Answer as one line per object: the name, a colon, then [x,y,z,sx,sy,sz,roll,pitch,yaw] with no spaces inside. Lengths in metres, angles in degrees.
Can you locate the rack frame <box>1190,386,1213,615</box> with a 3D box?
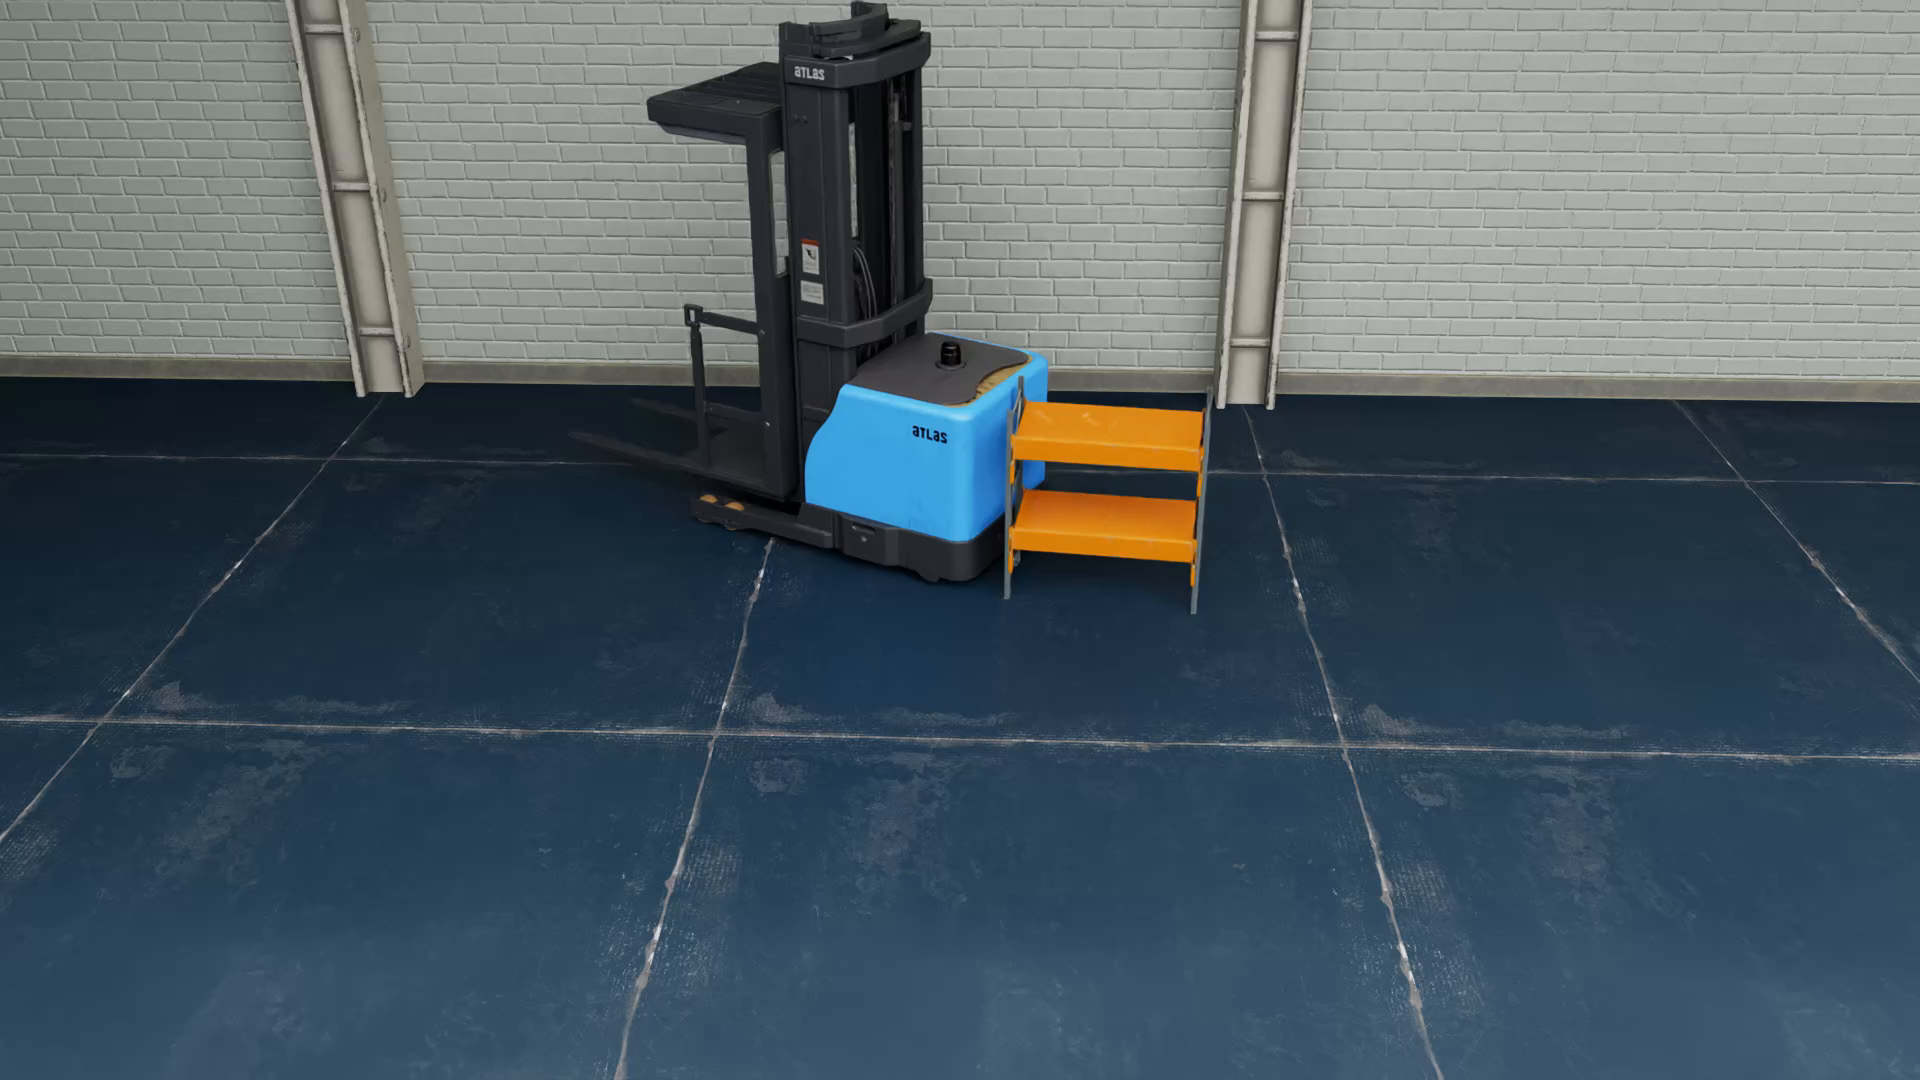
rack frame: [1.300,-0.208,8.942,0.032,1.125,0.500,4,28,8]

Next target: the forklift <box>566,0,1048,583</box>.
forklift: [-1.020,-1.549,9.543,3.031,2.935,1.130,15,31,26]

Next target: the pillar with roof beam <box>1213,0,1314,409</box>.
pillar with roof beam: [1.820,-2.937,5.682,0.400,9.000,9.100,1,28,2]

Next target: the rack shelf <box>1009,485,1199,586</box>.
rack shelf: [0.798,-0.030,9.127,1.000,0.278,0.538,4,28,8]

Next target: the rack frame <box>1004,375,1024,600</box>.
rack frame: [0.296,-0.283,9.083,0.032,1.125,0.500,4,28,8]

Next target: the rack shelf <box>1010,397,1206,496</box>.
rack shelf: [0.798,-0.504,8.875,1.000,0.278,0.538,4,28,8]

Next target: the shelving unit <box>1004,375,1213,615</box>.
shelving unit: [0.798,-0.246,9.013,1.048,1.125,0.538,4,28,8]

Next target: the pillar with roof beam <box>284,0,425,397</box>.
pillar with roof beam: [-4.176,-3.036,5.869,0.400,9.000,9.100,1,28,2]
